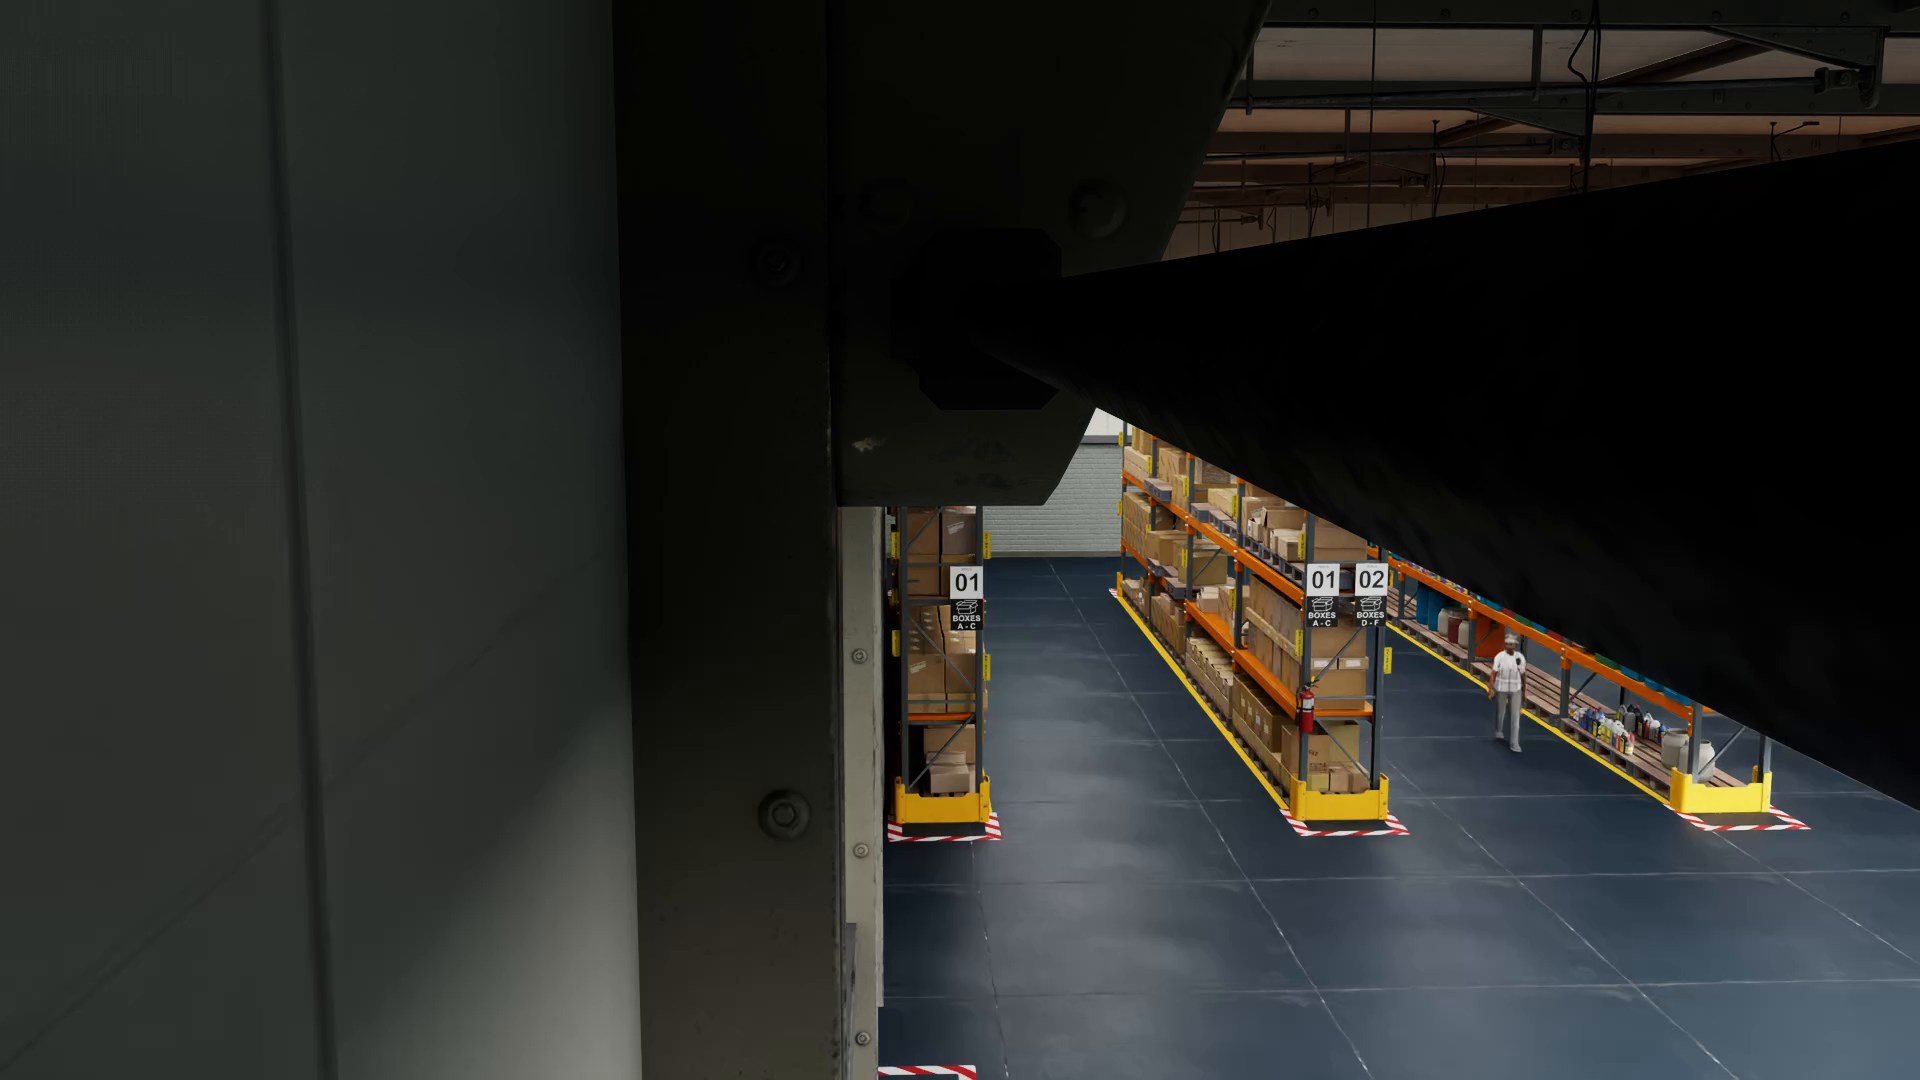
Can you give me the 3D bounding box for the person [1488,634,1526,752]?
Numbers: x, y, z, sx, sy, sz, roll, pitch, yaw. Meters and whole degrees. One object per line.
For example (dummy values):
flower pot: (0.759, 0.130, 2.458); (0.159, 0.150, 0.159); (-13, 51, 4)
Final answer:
person: (7.865, 2.153, 23.897); (0.552, 1.638, 1.005); (1, 8, 9)
